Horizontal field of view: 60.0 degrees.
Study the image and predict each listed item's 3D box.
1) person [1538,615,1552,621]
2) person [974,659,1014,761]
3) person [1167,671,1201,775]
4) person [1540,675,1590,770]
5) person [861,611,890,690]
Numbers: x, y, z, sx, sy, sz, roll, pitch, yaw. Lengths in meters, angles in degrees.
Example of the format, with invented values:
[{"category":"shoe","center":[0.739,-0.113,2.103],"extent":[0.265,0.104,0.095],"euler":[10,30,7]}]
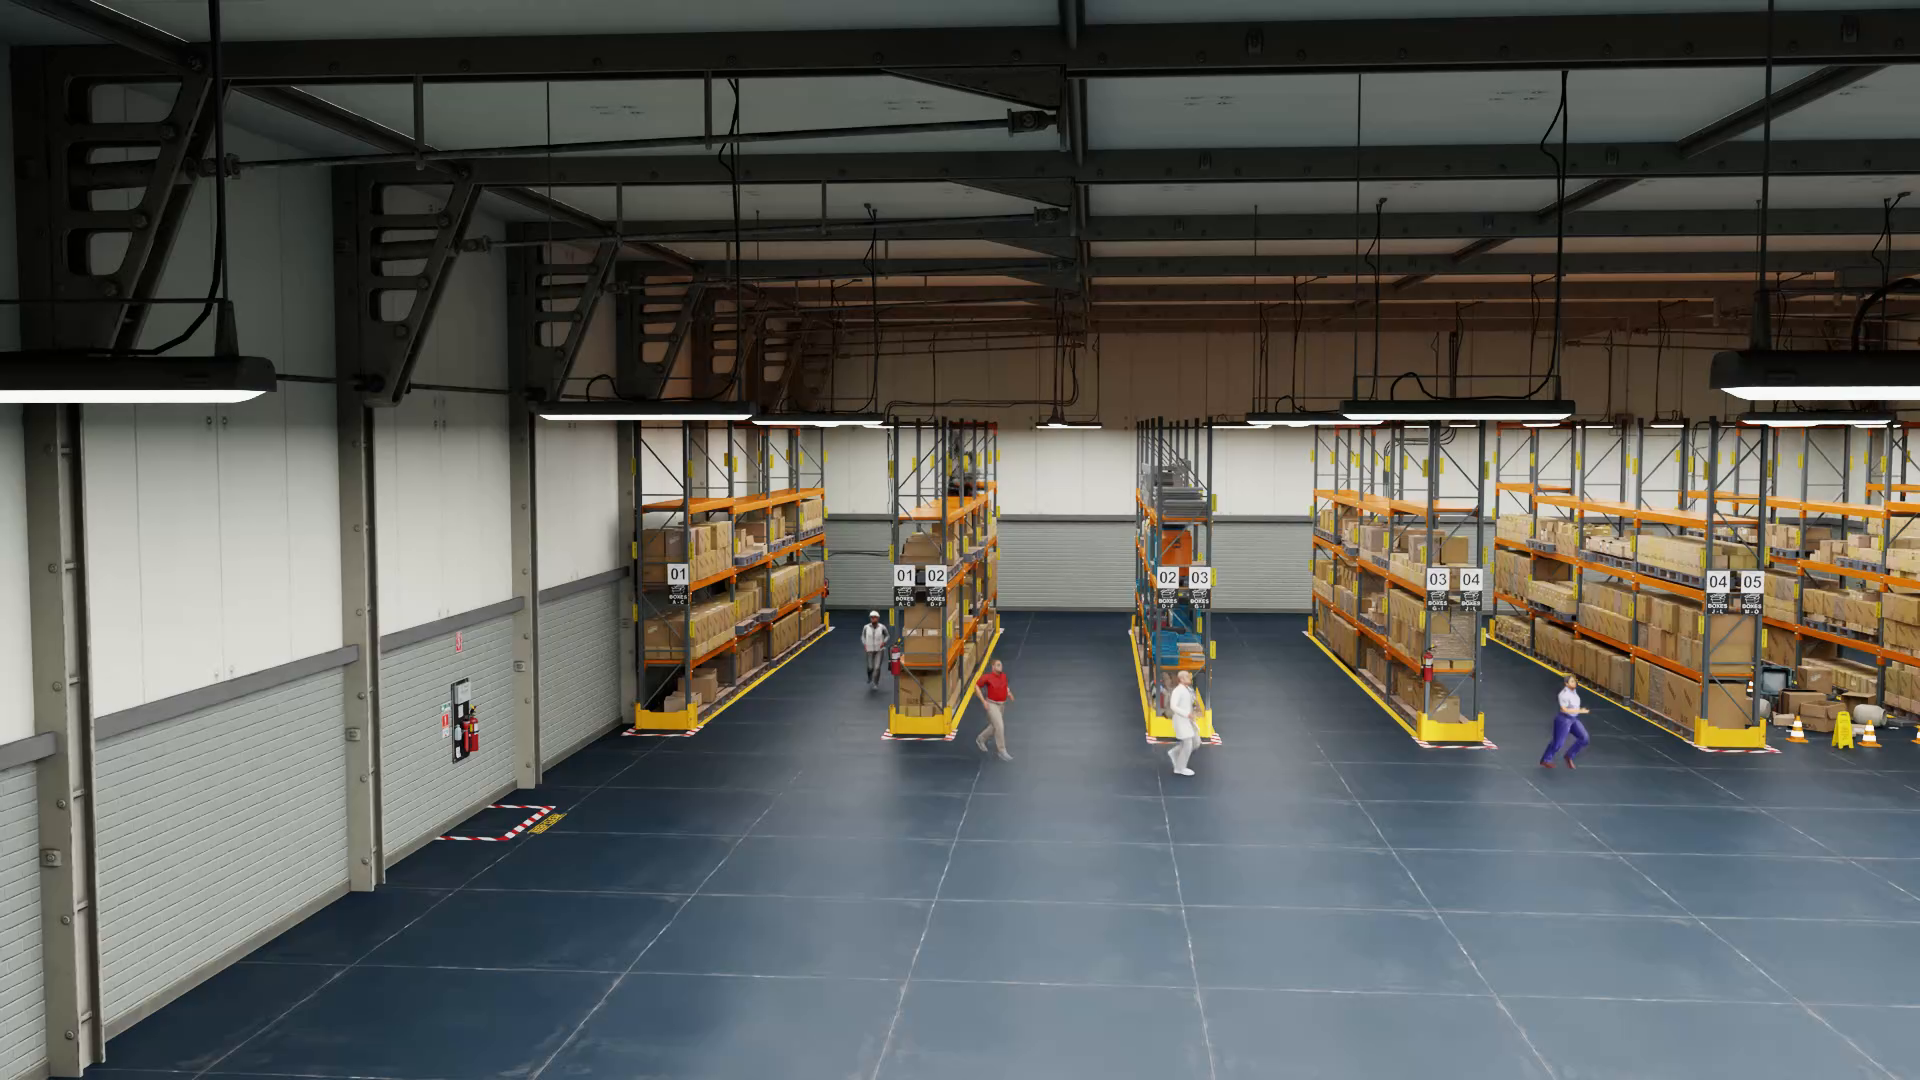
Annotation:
[{"category":"person","center":[16.654,1.813,47.304],"extent":[0.557,1.626,0.555],"euler":[0,4,1]},{"category":"person","center":[0.611,2.958,29.235],"extent":[0.900,1.747,0.666],"euler":[3,5,39]},{"category":"person","center":[3.723,3.045,27.718],"extent":[0.604,1.739,0.733],"euler":[2,4,29]},{"category":"person","center":[10.235,3.072,28.012],"extent":[0.618,1.624,0.827],"euler":[-3,5,-42]},{"category":"person","center":[-1.879,2.448,36.982],"extent":[0.656,1.746,0.627],"euler":[0,4,2]}]
